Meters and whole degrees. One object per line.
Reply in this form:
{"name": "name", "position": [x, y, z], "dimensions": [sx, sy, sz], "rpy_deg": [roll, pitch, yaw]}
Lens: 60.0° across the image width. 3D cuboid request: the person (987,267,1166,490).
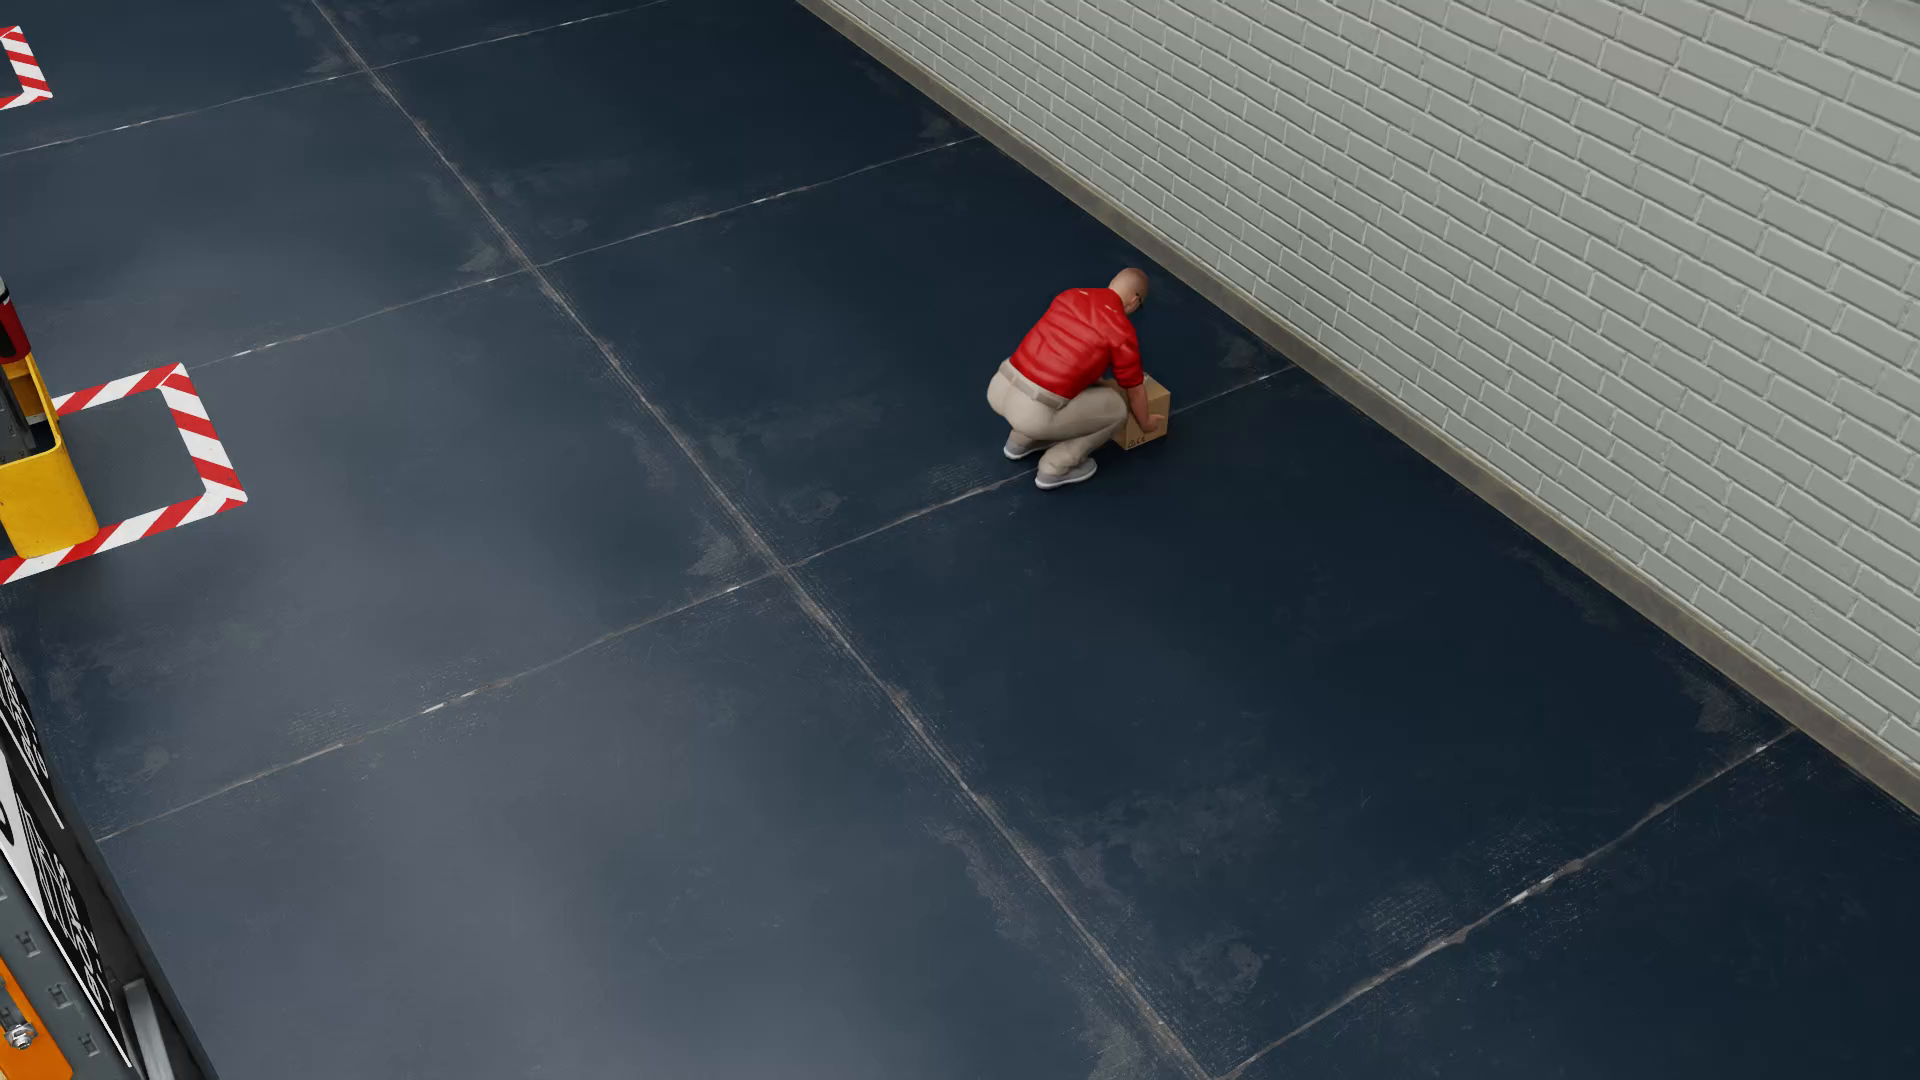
{"name": "person", "position": [0.534, -0.757, 7.719], "dimensions": [0.869, 0.876, 0.560], "rpy_deg": [-22, 45, -24]}
